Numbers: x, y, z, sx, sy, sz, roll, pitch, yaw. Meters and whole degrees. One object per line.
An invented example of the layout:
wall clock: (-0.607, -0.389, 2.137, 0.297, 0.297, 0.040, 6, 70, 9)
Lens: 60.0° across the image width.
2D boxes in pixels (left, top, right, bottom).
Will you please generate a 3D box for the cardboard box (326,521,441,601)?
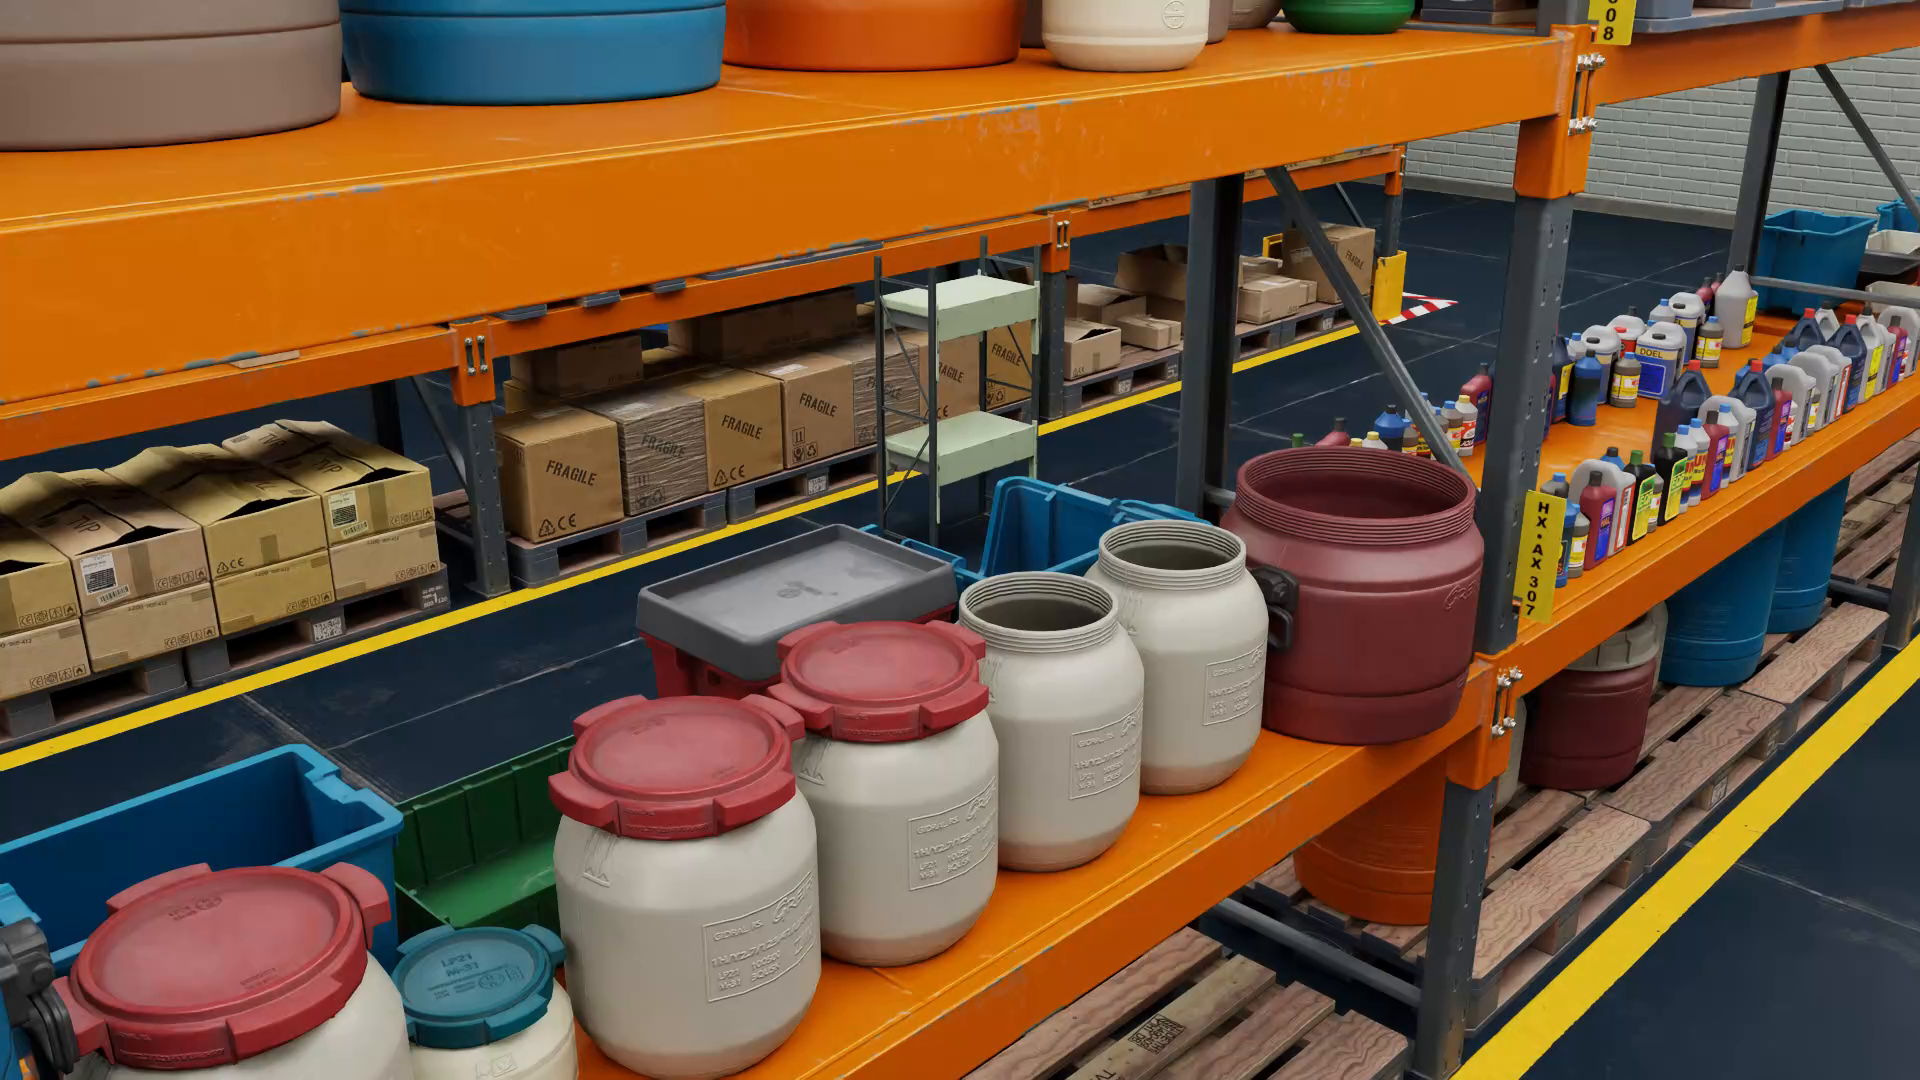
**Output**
cardboard box: (-2.728, 0.026, 7.573, 0.500, 0.250, 0.500, -19, 28, -41)

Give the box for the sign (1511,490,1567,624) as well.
sign: (1.410, 0.043, 4.055, 0.100, 0.325, 0.005, 19, 28, 41)

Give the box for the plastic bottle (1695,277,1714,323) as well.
plastic bottle: (3.147, -0.969, 7.077, 0.061, 0.283, 0.133, 19, 28, 41)

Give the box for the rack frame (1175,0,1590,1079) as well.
rack frame: (1.011, -0.017, 4.437, 1.000, 3.000, 0.127, 19, 28, 41)

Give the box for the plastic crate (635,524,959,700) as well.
plastic crate: (-0.335, 0.292, 3.545, 0.402, 0.464, 0.583, 19, 28, 41)

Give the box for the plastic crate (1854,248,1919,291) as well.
plastic crate: (4.390, -1.300, 8.075, 0.437, 0.125, 0.590, 19, 28, 41)

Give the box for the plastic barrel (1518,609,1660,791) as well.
plastic barrel: (2.128, 0.492, 5.888, 0.600, 0.588, 0.708, 19, 28, 41)

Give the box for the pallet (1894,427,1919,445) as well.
pallet: (5.989, -0.569, 9.762, 1.003, 0.211, 1.213, 19, 28, 41)

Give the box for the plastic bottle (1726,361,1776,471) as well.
plastic bottle: (2.626, -0.421, 5.557, 0.144, 0.351, 0.185, 19, 28, 41)

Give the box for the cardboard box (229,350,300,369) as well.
cardboard box: (-2.965, -0.840, 6.929, 0.380, 0.149, 0.250, 19, 28, 41)

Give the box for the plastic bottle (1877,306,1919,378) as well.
plastic bottle: (3.758, -0.805, 6.661, 0.152, 0.276, 0.135, 19, 28, 41)

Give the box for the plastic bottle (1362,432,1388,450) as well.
plastic bottle: (1.310, -0.244, 5.306, 0.097, 0.201, 0.097, 0, 21, 0)

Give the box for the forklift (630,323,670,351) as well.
forklift: (-2.596, -2.777, 11.716, 3.031, 2.935, 1.130, 6, 22, 16)

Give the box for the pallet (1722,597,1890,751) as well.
pallet: (3.233, 0.444, 7.124, 1.003, 0.211, 1.213, 19, 28, 41)

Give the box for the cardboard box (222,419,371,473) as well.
cardboard box: (-3.111, -0.371, 7.824, 0.500, 0.311, 0.500, -19, 28, -40)

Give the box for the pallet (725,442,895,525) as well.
pallet: (-1.136, -0.450, 9.452, 1.003, 0.211, 1.213, 19, 28, 41)

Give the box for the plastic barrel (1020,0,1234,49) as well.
plastic barrel: (0.283, -1.494, 3.401, 0.600, 0.901, 0.600, 0, 21, 0)

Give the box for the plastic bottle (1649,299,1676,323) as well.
plastic bottle: (2.850, -0.844, 6.770, 0.097, 0.271, 0.097, 0, 21, 0)

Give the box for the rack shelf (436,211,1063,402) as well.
rack shelf: (-1.140, -1.436, 9.132, 1.077, 0.370, 4.000, 19, 28, 41)

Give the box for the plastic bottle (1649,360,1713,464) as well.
plastic bottle: (2.423, -0.424, 5.566, 0.144, 0.351, 0.185, 19, 28, 41)

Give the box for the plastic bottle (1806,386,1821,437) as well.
plastic bottle: (2.996, -0.475, 5.907, 0.097, 0.201, 0.097, 0, 21, 0)

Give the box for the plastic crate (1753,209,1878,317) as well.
plastic crate: (3.883, -1.271, 7.639, 0.392, 0.384, 0.575, 19, 28, 41)

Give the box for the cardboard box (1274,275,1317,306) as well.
cardboard box: (2.496, -1.914, 12.709, 0.380, 0.166, 0.250, 19, 28, 41)

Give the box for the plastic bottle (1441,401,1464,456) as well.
plastic bottle: (1.650, -0.369, 5.632, 0.097, 0.201, 0.097, 0, 21, 0)

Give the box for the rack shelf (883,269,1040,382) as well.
rack shelf: (-0.005, -1.063, 8.161, 0.431, 0.370, 0.720, 19, 28, 41)

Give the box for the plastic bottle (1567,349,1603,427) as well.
plastic bottle: (2.265, -0.555, 6.016, 0.097, 0.271, 0.097, 0, 21, 0)

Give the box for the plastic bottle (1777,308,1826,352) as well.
plastic bottle: (3.162, -0.692, 6.264, 0.144, 0.351, 0.185, 19, 28, 41)

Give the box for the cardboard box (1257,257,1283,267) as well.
cardboard box: (2.507, -2.167, 13.392, 0.380, 0.149, 0.250, 19, 28, 41)

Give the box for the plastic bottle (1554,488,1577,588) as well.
plastic bottle: (1.645, -0.010, 4.599, 0.097, 0.271, 0.097, 0, 21, 0)

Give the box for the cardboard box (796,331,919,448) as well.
cardboard box: (-0.585, -0.872, 9.533, 0.500, 0.500, 0.500, 20, 29, 41)

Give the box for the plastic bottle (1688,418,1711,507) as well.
plastic bottle: (2.290, -0.248, 5.217, 0.097, 0.271, 0.097, 0, 21, 0)

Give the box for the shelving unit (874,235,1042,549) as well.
shelving unit: (-0.005, -0.698, 8.301, 0.431, 1.500, 0.755, 19, 28, 41)

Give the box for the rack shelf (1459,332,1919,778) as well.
rack shelf: (2.406, -0.195, 5.904, 1.077, 0.370, 4.000, 19, 28, 41)

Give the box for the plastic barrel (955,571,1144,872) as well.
plastic barrel: (0.153, 0.357, 3.309, 0.421, 0.512, 0.421, 0, 21, 0)

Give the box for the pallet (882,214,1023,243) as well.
pallet: (-0.381, -2.018, 9.912, 1.003, 0.211, 1.213, 19, 28, 41)

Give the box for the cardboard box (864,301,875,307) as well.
cardboard box: (-0.257, -1.261, 10.545, 0.500, 0.500, 0.500, 18, 27, 38)

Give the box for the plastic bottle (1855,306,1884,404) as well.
plastic bottle: (3.395, -0.704, 6.294, 0.144, 0.351, 0.185, 19, 28, 41)

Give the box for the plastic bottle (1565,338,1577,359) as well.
plastic bottle: (2.229, -0.616, 6.175, 0.097, 0.271, 0.097, 0, 21, 0)

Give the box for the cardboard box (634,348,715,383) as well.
cardboard box: (-1.690, -0.728, 9.159, 0.500, 0.500, 0.500, 18, 27, 39)

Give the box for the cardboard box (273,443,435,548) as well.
cardboard box: (-2.724, -0.236, 7.472, 0.500, 0.311, 0.500, -19, 28, -41)

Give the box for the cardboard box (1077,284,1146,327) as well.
cardboard box: (0.973, -1.646, 11.811, 0.500, 0.311, 0.500, 19, 28, 41)

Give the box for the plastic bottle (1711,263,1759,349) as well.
plastic bottle: (3.296, -1.002, 7.070, 0.144, 0.351, 0.185, 19, 28, 41)

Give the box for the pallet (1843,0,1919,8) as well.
pallet: (2.536, -1.839, 5.260, 1.003, 0.211, 1.213, 19, 28, 41)

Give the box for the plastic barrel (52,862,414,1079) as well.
plastic barrel: (-0.955, 0.757, 2.235, 0.433, 0.535, 0.433, 0, 21, 0)

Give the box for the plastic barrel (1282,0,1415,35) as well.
plastic barrel: (0.875, -1.268, 3.729, 0.294, 0.245, 0.294, 0, 21, 0)

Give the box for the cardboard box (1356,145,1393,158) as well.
cardboard box: (2.928, -3.177, 12.521, 0.500, 0.500, 0.500, -19, 28, -40)

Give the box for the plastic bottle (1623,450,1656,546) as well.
plastic bottle: (1.993, -0.135, 4.907, 0.061, 0.283, 0.133, 19, 28, 41)

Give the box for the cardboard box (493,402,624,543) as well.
cardboard box: (-2.013, -0.342, 8.153, 0.500, 0.500, 0.500, -19, 28, -40)
